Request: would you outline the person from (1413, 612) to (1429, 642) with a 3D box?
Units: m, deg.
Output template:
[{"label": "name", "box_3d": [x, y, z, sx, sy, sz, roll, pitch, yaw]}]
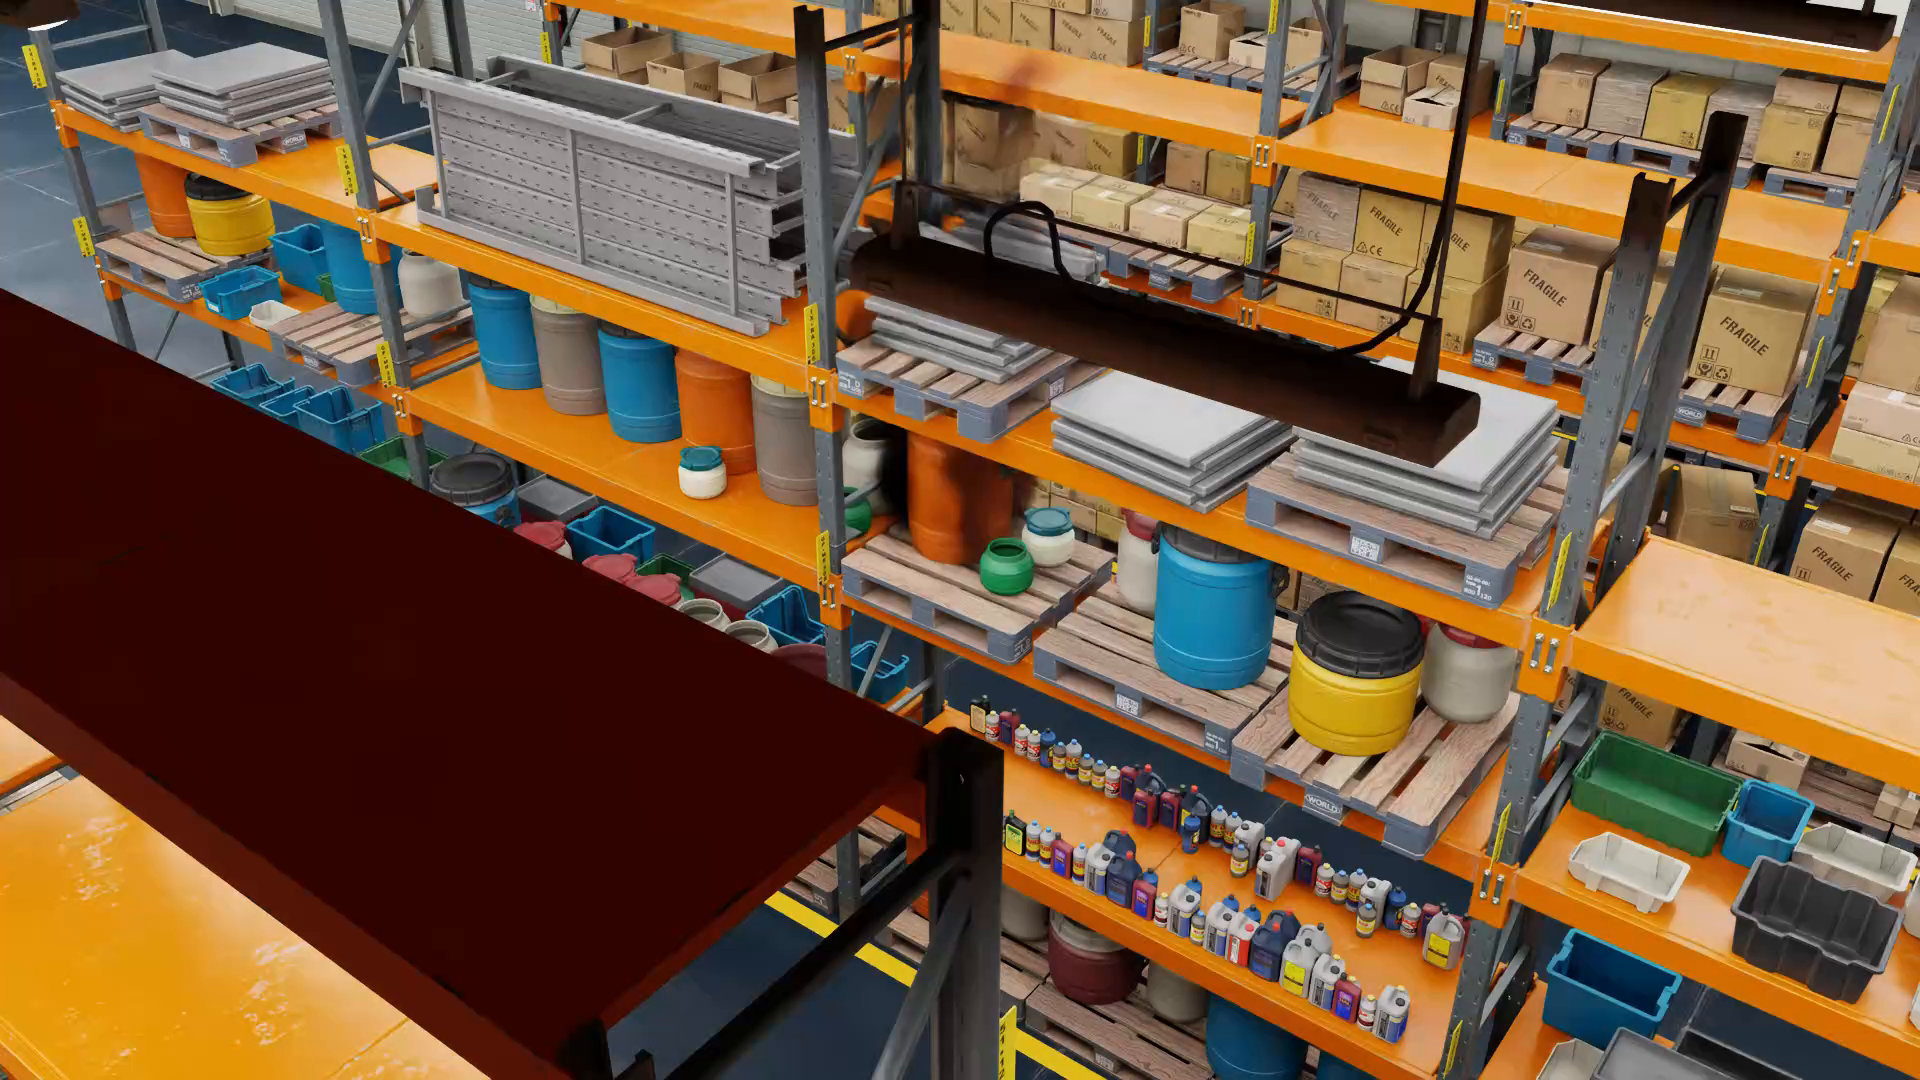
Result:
[{"label": "person", "box_3d": [2.934, 1.019, 11.470, 0.570, 1.712, 0.664, 17, 35, 26]}]
